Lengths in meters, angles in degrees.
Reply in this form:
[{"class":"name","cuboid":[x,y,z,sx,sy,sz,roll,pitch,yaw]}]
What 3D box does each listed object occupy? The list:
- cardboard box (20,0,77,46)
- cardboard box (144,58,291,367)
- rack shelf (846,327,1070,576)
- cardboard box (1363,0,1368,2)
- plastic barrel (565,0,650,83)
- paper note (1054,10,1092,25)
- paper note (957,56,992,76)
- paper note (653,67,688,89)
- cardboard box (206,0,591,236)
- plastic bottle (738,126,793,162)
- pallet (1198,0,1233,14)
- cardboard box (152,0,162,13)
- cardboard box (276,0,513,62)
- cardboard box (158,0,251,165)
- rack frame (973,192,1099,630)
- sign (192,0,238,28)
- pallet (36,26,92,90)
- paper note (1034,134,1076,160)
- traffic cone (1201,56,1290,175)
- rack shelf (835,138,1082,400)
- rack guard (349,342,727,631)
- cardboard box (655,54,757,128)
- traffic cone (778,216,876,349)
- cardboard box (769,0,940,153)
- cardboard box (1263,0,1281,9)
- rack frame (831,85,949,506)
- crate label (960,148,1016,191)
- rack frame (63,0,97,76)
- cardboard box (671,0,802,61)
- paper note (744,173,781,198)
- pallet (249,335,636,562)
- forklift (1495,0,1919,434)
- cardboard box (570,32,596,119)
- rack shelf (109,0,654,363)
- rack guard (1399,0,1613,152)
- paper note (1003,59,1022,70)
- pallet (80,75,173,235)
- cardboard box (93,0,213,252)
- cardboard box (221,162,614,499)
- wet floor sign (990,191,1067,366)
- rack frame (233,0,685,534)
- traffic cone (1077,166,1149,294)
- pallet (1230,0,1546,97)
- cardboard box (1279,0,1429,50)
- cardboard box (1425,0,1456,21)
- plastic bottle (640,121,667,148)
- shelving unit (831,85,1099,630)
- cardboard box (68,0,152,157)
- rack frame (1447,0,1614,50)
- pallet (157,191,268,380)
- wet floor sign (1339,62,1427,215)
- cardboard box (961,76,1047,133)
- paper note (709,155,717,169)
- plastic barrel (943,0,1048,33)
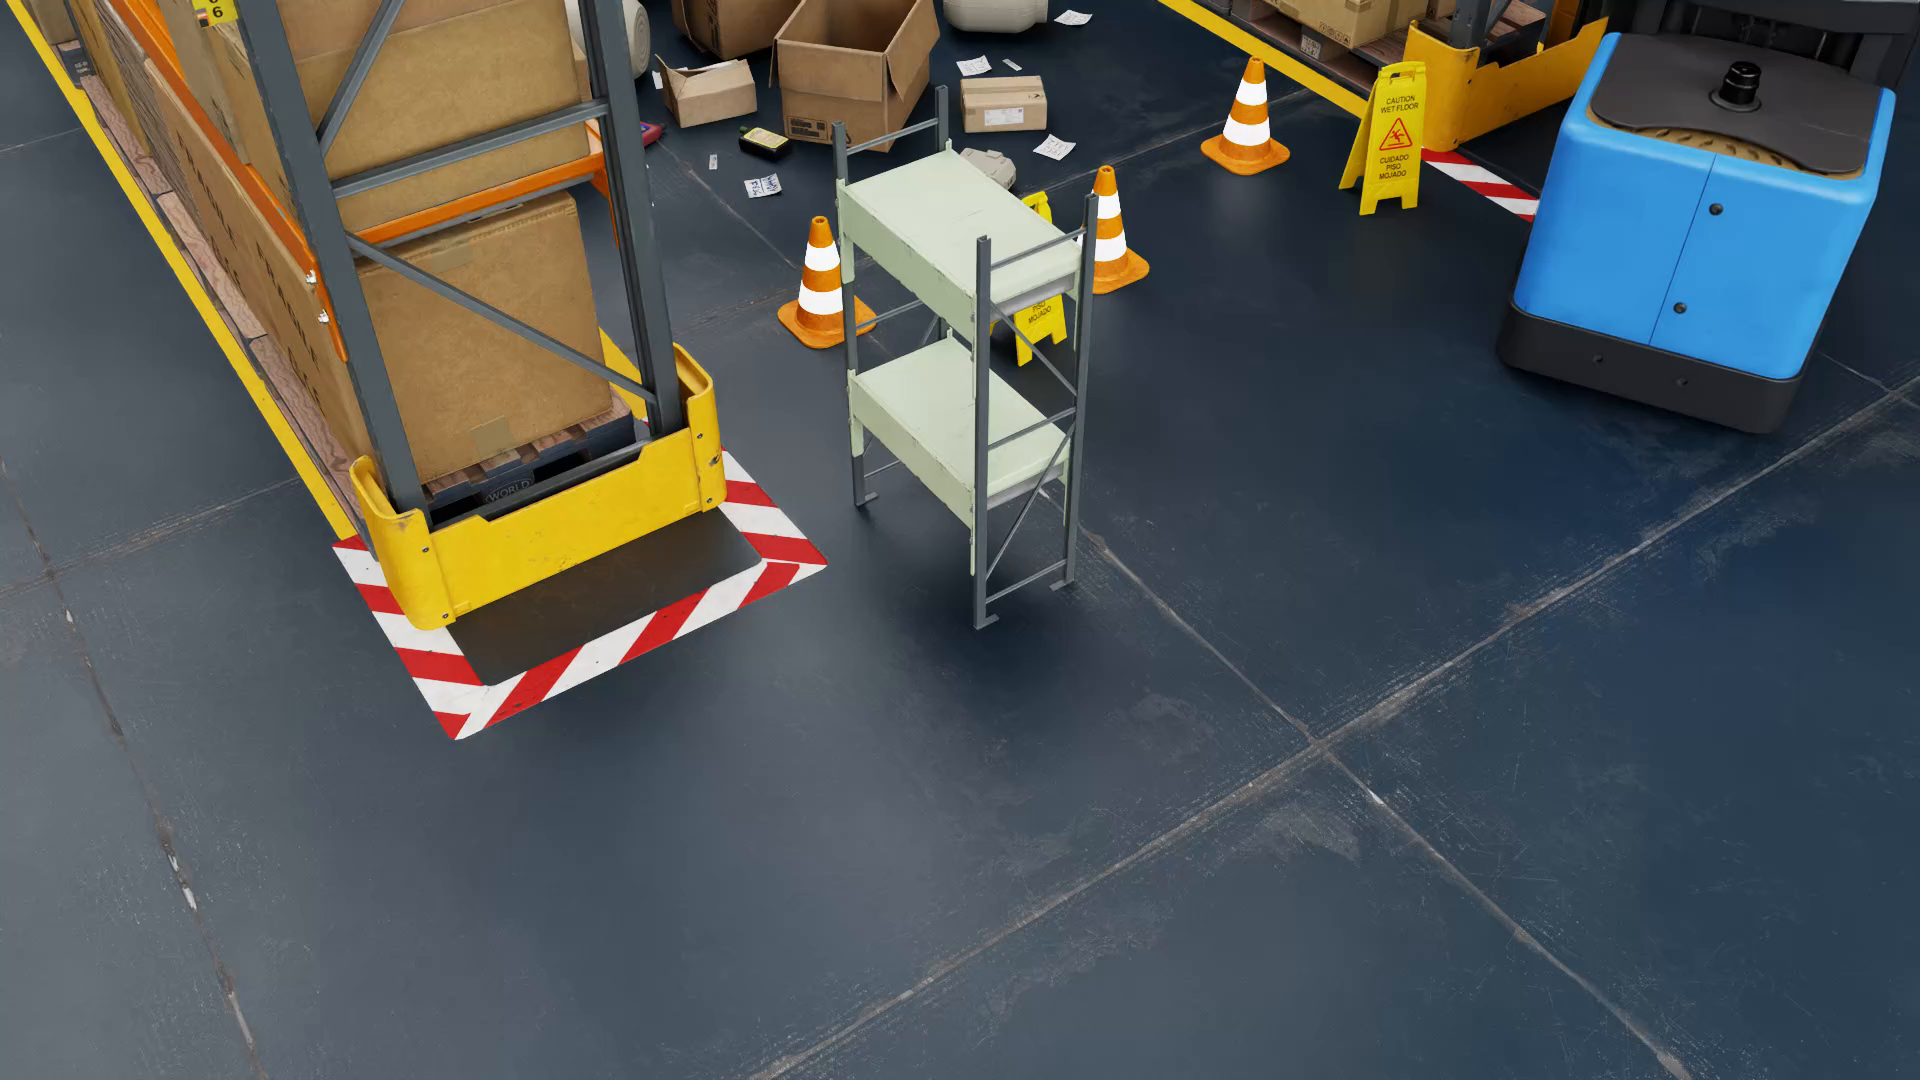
[{"class":"cardboard box","cuboid":[-4.111,-3.032,8.079,1.050,0.750,0.750,-26,49,-25]},{"class":"cardboard box","cuboid":[-2.341,-1.351,6.228,0.875,0.875,0.875,-26,50,-25]},{"class":"rack shelf","cuboid":[0.004,-0.303,5.453,0.431,0.370,0.720,-26,49,-24]},{"class":"cardboard box","cuboid":[1.936,-2.904,7.764,0.500,0.500,0.500,-25,49,-24]},{"class":"plastic barrel","cuboid":[-1.775,-2.409,7.967,0.512,0.421,0.421,4,44,4]},{"class":"paper note","cuboid":[0.584,-2.685,8.540,0.148,0.019,0.142,26,49,25]},{"class":"paper note","cuboid":[0.072,-2.336,8.184,0.148,0.019,0.142,-10,45,-11]},{"class":"paper note","cuboid":[-1.405,-2.255,8.096,0.172,0.023,0.155,-10,45,-11]},{"class":"cardboard box","cuboid":[-1.644,-1.359,4.893,0.875,0.550,0.550,-26,49,-24]},{"class":"plastic bottle","cuboid":[-0.917,-1.824,7.616,0.283,0.061,0.133,26,49,25]},{"class":"pallet","cuboid":[1.435,-3.324,9.079,1.003,0.211,1.213,-26,49,-24]},{"class":"cardboard box","cuboid":[-2.531,-2.312,5.891,0.875,0.550,0.500,-26,49,-24]},{"class":"cardboard box","cuboid":[-1.575,-1.783,4.555,0.875,0.550,0.550,-26,49,-24]},{"class":"cardboard box","cuboid":[-1.976,-1.662,5.210,0.875,0.550,0.550,-26,49,-24]},{"class":"rack frame","cuboid":[0.213,-0.331,5.011,0.400,1.500,0.023,-26,49,-24]},{"class":"sign","cuboid":[-1.847,-1.410,4.045,0.100,0.325,0.005,-26,49,-24]},{"class":"pallet","cuboid":[-4.186,-2.777,8.506,1.003,0.211,1.213,-26,49,-24]},{"class":"paper note","cuboid":[0.435,-1.800,7.614,0.142,0.019,0.148,26,49,25]},{"class":"traffic cone","cuboid":[1.304,-1.941,7.449,0.336,0.463,0.334,-26,49,-24]},{"class":"rack shelf","cuboid":[0.004,-0.821,4.959,0.431,0.370,0.720,-26,49,-24]},{"class":"rack guard","cuboid":[-1.380,-0.195,5.592,1.175,0.500,0.348,-26,49,-24]},{"class":"cardboard box","cuboid":[-1.188,-2.143,7.803,0.396,0.266,0.258,-18,46,-18]},{"class":"traffic cone","cuboid":[-0.533,-1.057,6.522,0.336,0.463,0.334,-26,49,-24]},{"class":"cardboard box","cuboid":[-0.473,-2.217,7.708,0.637,0.503,0.797,11,45,11]},{"class":"cardboard box","cuboid":[1.635,-2.930,8.335,0.500,0.250,0.500,-26,49,-24]},{"class":"rack frame","cuboid":[-0.206,-0.746,5.445,0.400,1.500,0.023,-26,49,-24]},{"class":"crate label","cuboid":[0.087,-1.613,7.341,0.298,0.136,0.250,18,47,18]},{"class":"rack frame","cuboid":[-3.682,-3.378,7.116,1.000,3.000,0.127,-26,49,-24]},{"class":"cardboard box","cuboid":[-1.015,-2.792,8.212,0.797,0.637,0.503,-26,49,-24]},{"class":"paper note","cuboid":[-0.875,-1.573,7.377,0.144,0.017,0.142,-10,45,-11]},{"class":"pallet","cuboid":[-1.916,-0.526,6.148,1.003,0.211,1.213,-26,49,-24]},{"class":"forklift","cuboid":[3.179,-2.465,6.210,1.130,2.935,3.031,19,47,19]},{"class":"cardboard box","cuboid":[-1.953,-2.001,7.482,0.500,0.500,0.500,-18,46,-18]},{"class":"rack shelf","cuboid":[-2.538,-1.985,6.178,1.077,0.370,4.000,-26,49,-24]},{"class":"rack guard","cuboid":[2.565,-2.264,7.759,1.175,0.500,0.348,-26,49,-24]},{"class":"paper note","cuboid":[0.258,-2.343,8.197,0.032,0.001,0.123,-26,49,-24]},{"class":"pallet","cuboid":[-3.312,-1.908,7.595,1.003,0.211,1.213,-26,49,-24]},{"class":"cardboard box","cuboid":[-2.861,-1.868,6.769,0.875,0.875,0.875,-25,49,-24]},{"class":"cardboard box","cuboid":[-1.836,-0.854,5.707,0.875,0.875,0.875,-25,49,-24]},{"class":"wet floor sign","cuboid":[0.246,-1.027,6.358,0.267,0.644,0.232,-35,53,-31]},{"class":"rack frame","cuboid":[-1.394,-1.112,4.743,1.000,3.000,0.127,-26,49,-24]},{"class":"traffic cone","cuboid":[0.588,-1.310,6.788,0.336,0.463,0.334,-26,49,-24]},{"class":"pallet","cuboid":[2.129,-2.634,8.356,1.003,0.211,1.213,-26,49,-24]},{"class":"cardboard box","cuboid":[1.911,-2.648,8.038,0.500,0.250,0.500,-26,49,-25]},{"class":"cardboard box","cuboid":[2.373,-2.849,8.249,0.500,0.250,0.500,-26,49,-25]},{"class":"plastic bottle","cuboid":[-1.485,-1.857,7.651,0.133,0.061,0.283,26,49,25]},{"class":"shelving unit","cuboid":[0.004,-0.539,5.228,0.431,1.500,0.755,-26,49,-24]},{"class":"cardboard box","cuboid":[-3.380,-2.377,7.303,0.875,0.875,0.875,-25,49,-24]},{"class":"rack frame","cuboid":[2.608,-3.125,6.851,1.000,3.000,0.127,-26,49,-24]},{"class":"pallet","cuboid":[-2.610,-1.216,6.871,1.003,0.211,1.213,-26,49,-24]},{"class":"wet floor sign","cuboid":[1.839,-1.743,7.109,0.267,0.644,0.232,-10,45,-11]},{"class":"cardboard box","cuboid":[0.202,-2.038,7.777,0.380,0.149,0.250,-3,44,-4]},{"class":"paper note","cuboid":[-1.119,-1.714,7.538,0.032,0.001,0.123,-3,44,-4]},{"class":"plastic barrel","cuboid":[0.185,-2.765,8.340,0.512,0.421,0.421,4,44,4]}]
